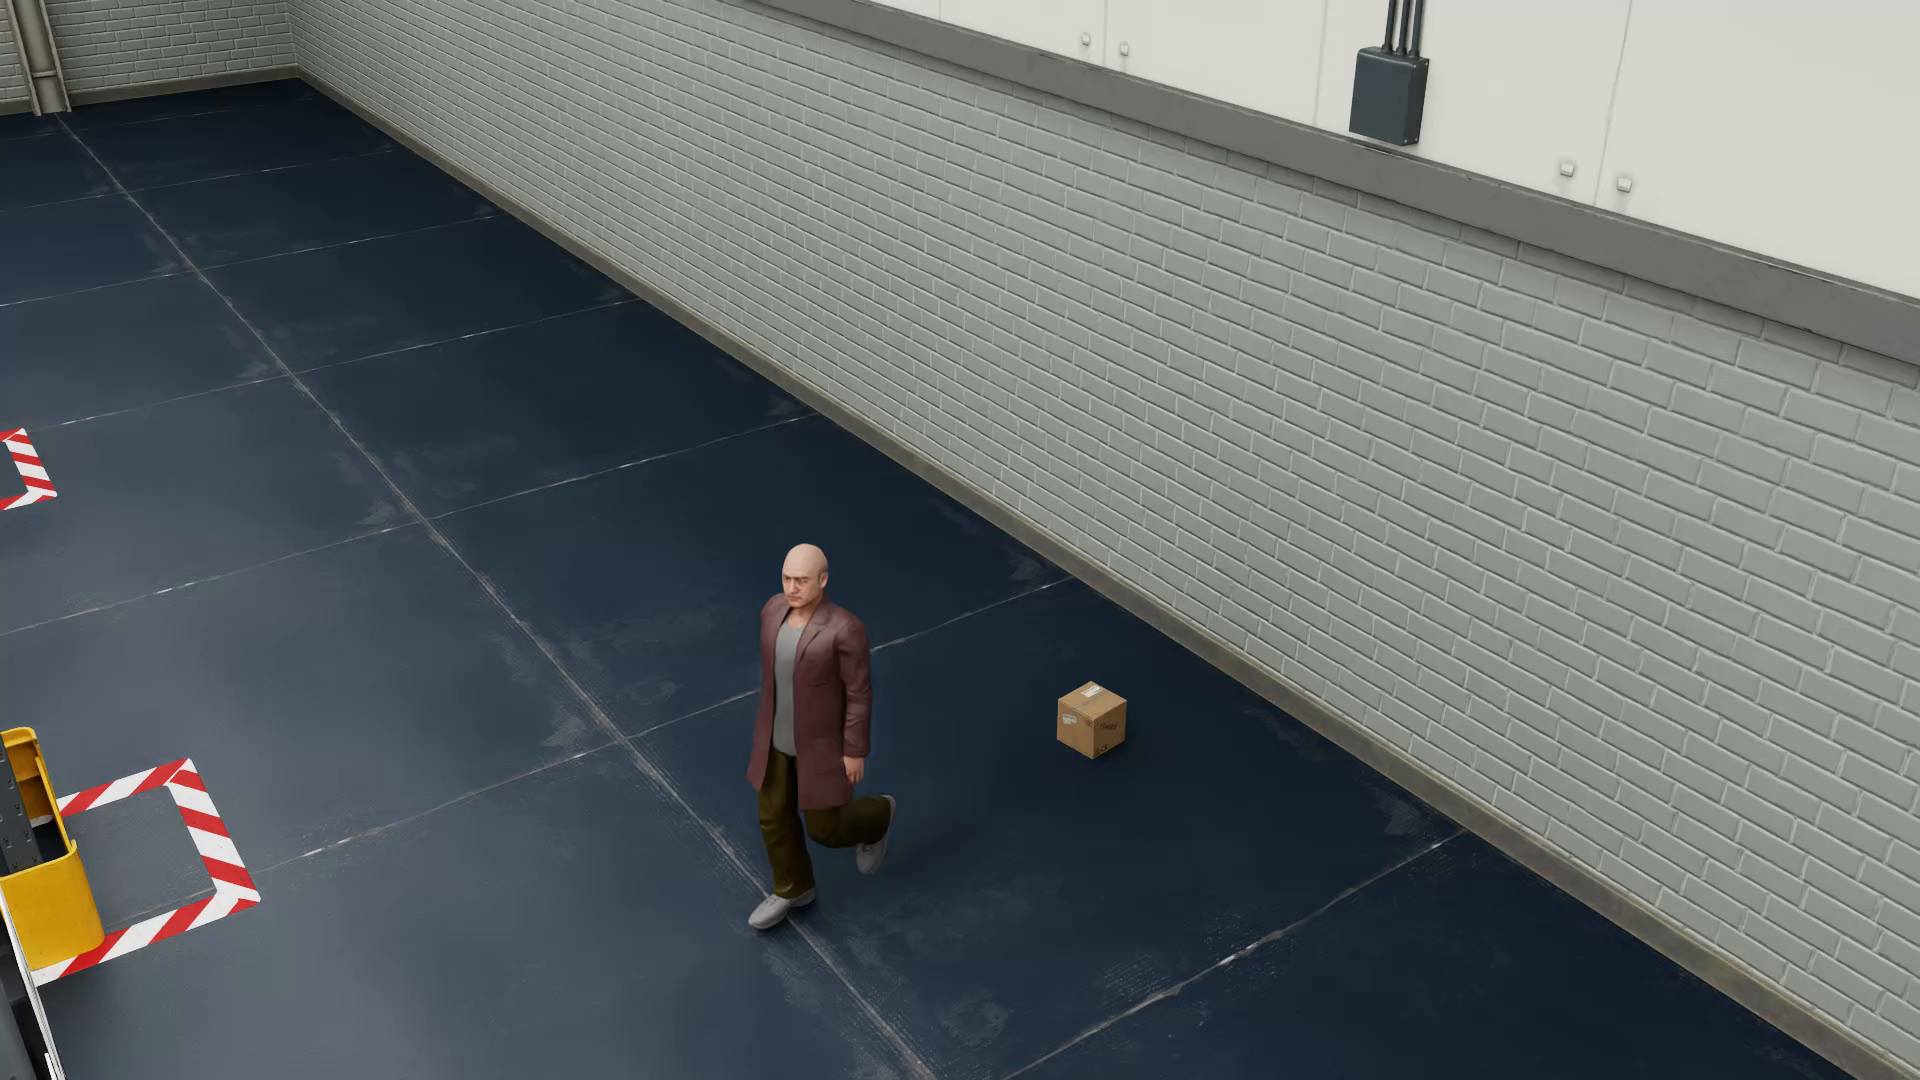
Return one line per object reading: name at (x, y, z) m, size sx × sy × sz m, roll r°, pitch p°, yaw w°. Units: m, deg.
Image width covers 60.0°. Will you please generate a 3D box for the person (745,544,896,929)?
person at (-0.624, 0.817, 7.083) m, size 0.598 × 1.753 × 0.773 m, roll 17°, pitch 33°, yaw 29°
